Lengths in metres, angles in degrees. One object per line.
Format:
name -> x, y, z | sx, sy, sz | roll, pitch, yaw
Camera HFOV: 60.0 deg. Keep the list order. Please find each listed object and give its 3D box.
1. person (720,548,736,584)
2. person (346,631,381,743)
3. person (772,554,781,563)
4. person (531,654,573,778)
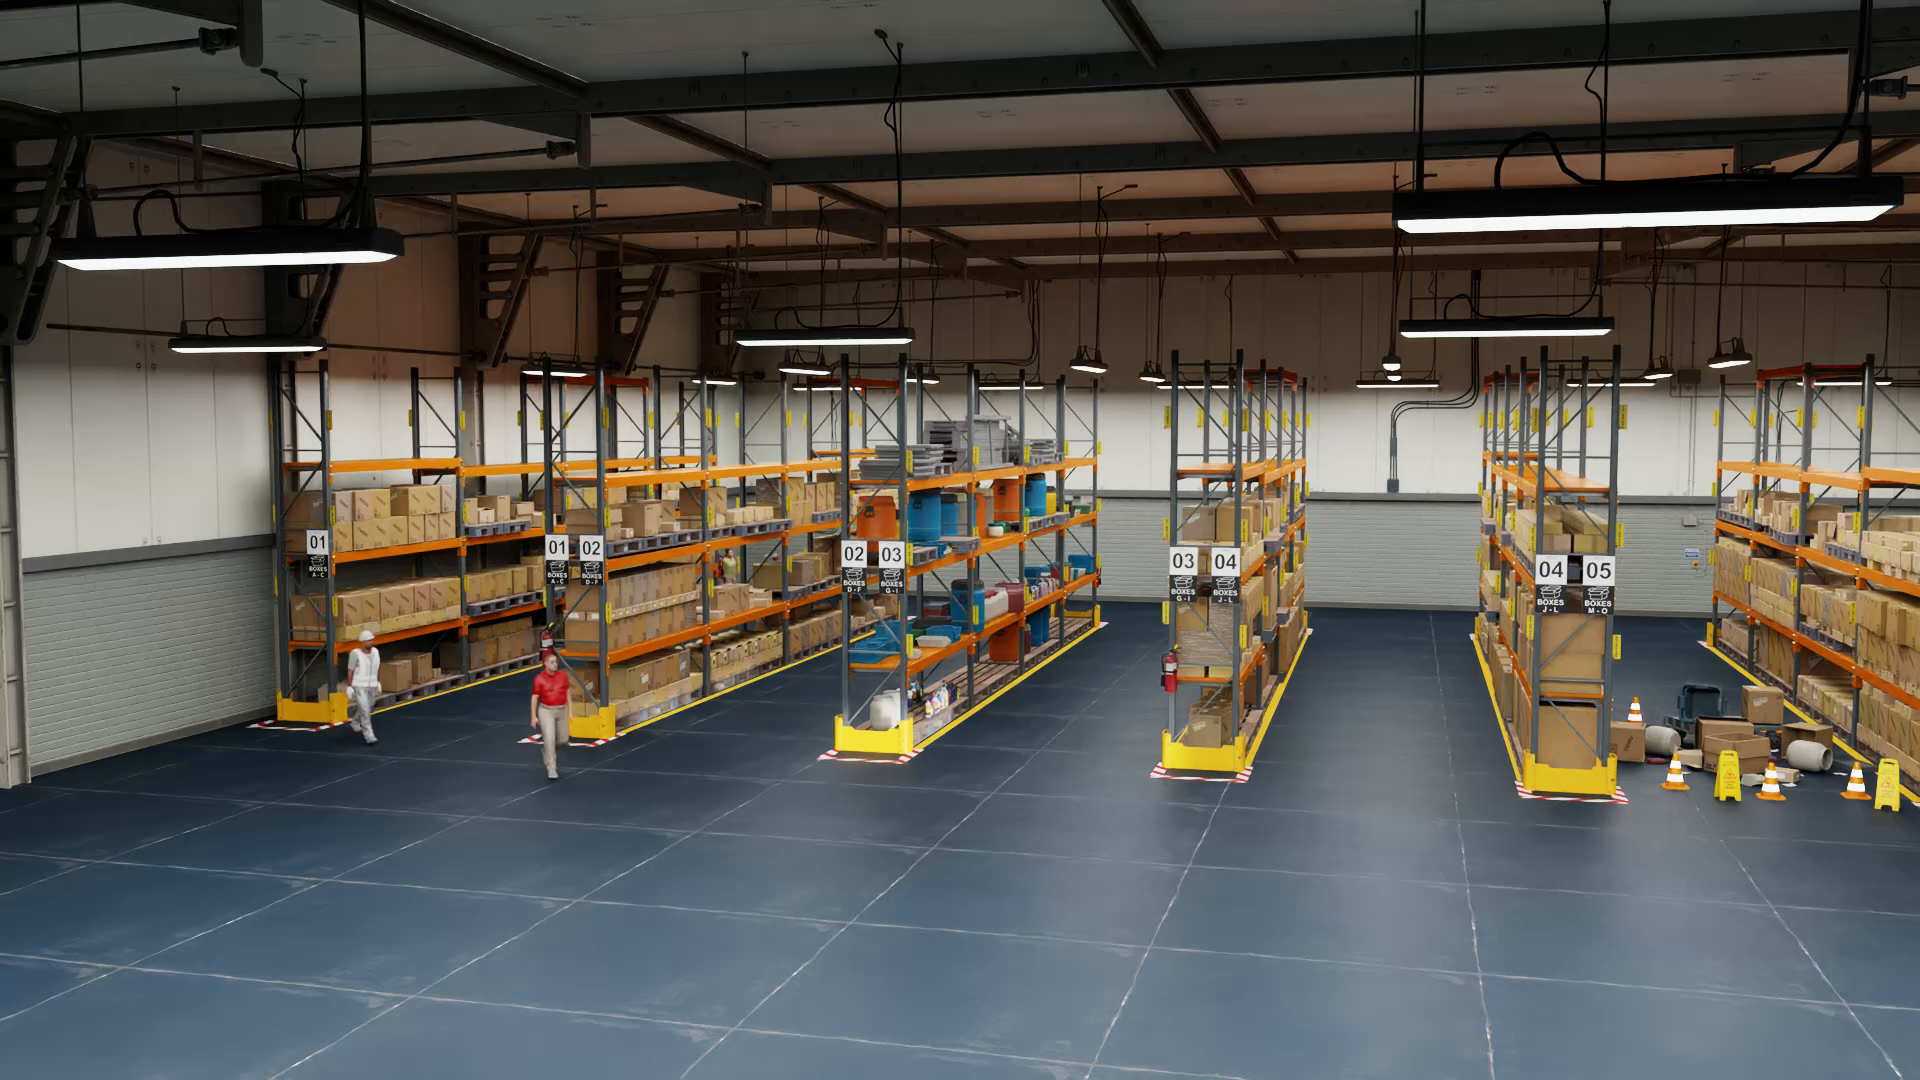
person -> -6.187, 1.005, 44.309 | 1.053, 1.615, 0.446 | 3, 5, 37
person -> -9.334, 2.270, 26.005 | 1.101, 1.735, 0.572 | 4, 6, 42
person -> -4.513, 1.202, 40.974 | 0.647, 1.737, 0.573 | -3, 5, -33
person -> -5.756, 2.450, 23.472 | 0.605, 1.698, 0.823 | -3, 5, -38
